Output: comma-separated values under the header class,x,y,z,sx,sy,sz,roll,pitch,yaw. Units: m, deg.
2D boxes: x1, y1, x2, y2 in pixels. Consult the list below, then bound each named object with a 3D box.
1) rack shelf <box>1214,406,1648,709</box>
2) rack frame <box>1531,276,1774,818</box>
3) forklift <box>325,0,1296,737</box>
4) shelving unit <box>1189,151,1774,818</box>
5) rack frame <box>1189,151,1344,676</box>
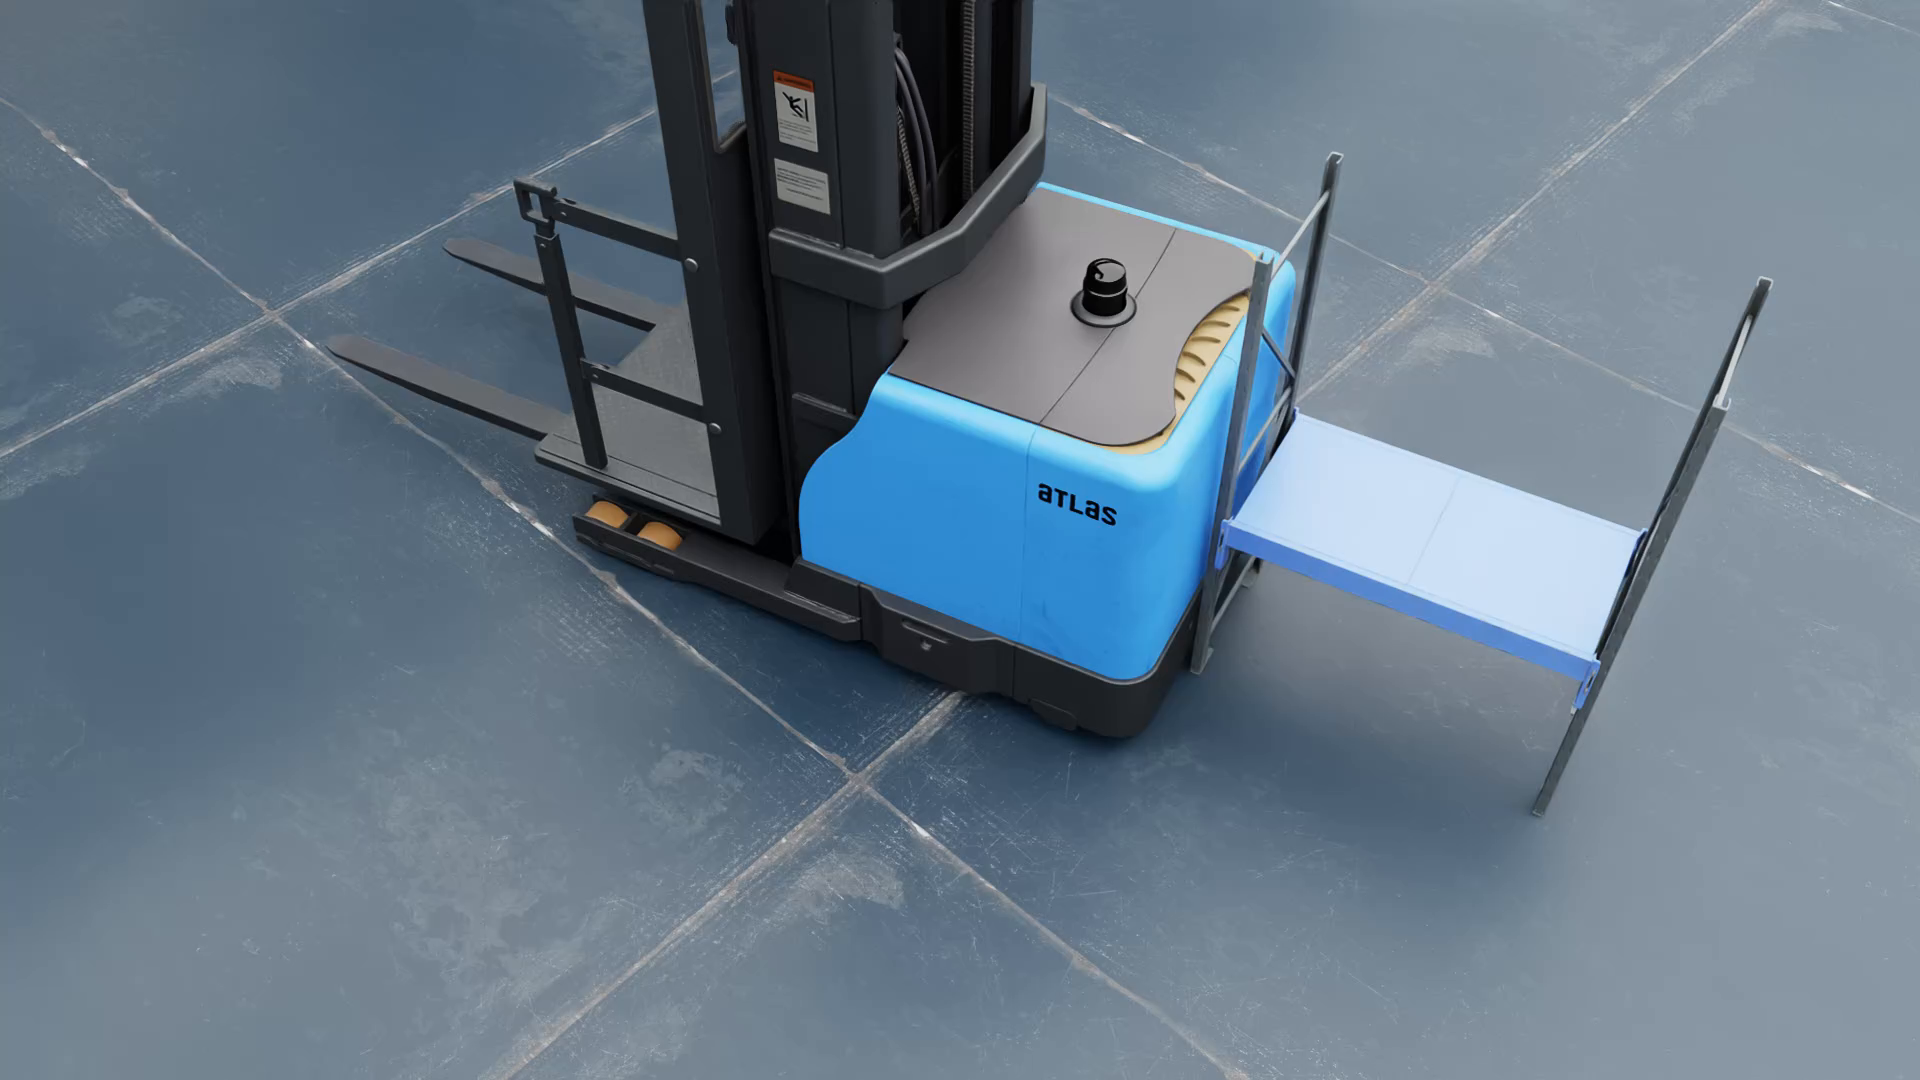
class,x,y,z,sx,sy,sz,roll,pitch,yaw
rack shelf,1.253,0.025,4.445,1.000,0.185,0.538,22,51,19
rack frame,1.697,0.081,4.145,0.032,1.500,0.500,22,51,19
forklift,-0.624,-1.218,4.383,3.031,2.935,1.130,20,50,18
shelving unit,1.253,-0.099,4.314,1.048,1.500,0.538,22,51,19
rack frame,0.808,-0.278,4.483,0.032,1.500,0.500,22,51,19
